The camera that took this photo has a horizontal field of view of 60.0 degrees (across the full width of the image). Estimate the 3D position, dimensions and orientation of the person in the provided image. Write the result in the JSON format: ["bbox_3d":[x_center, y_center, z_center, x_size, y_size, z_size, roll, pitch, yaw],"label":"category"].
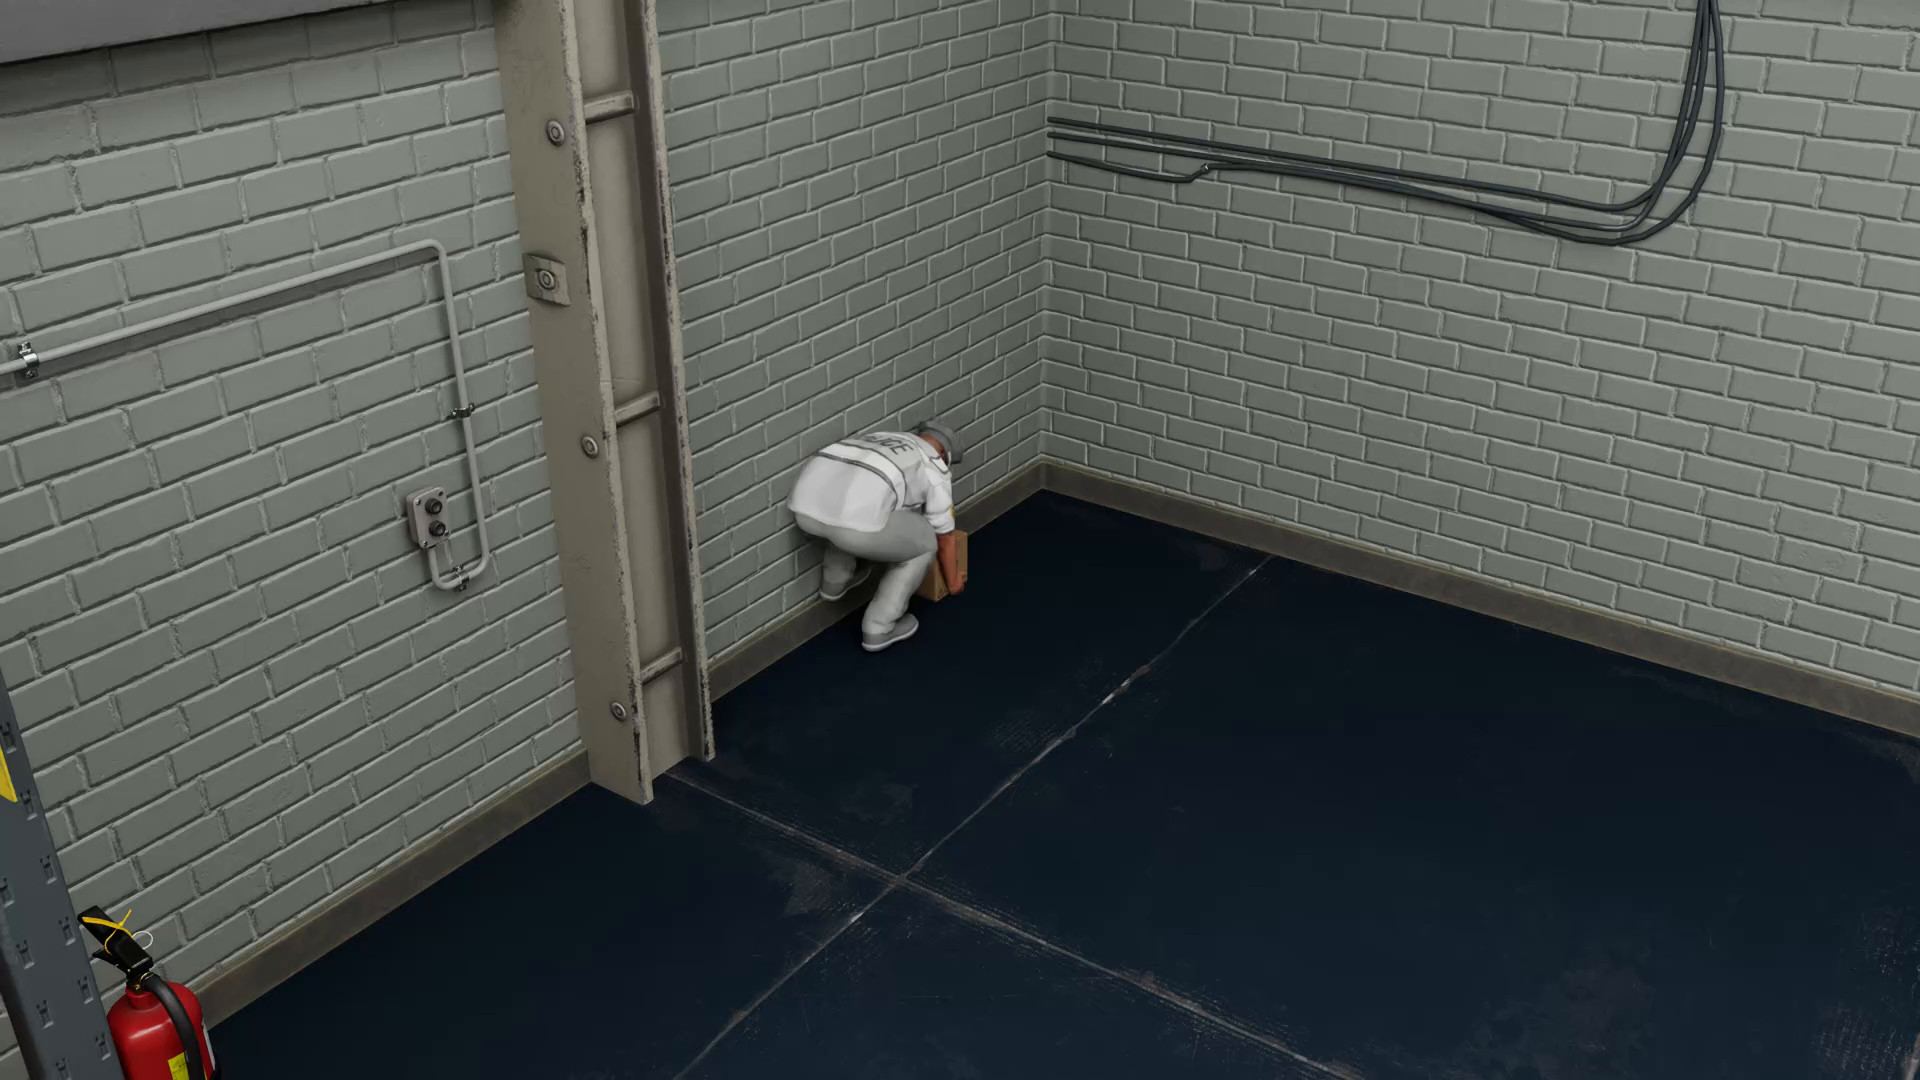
[{"bbox_3d":[-0.324,-0.065,7.218,0.542,0.901,1.026,16,31,29],"label":"person"}]
